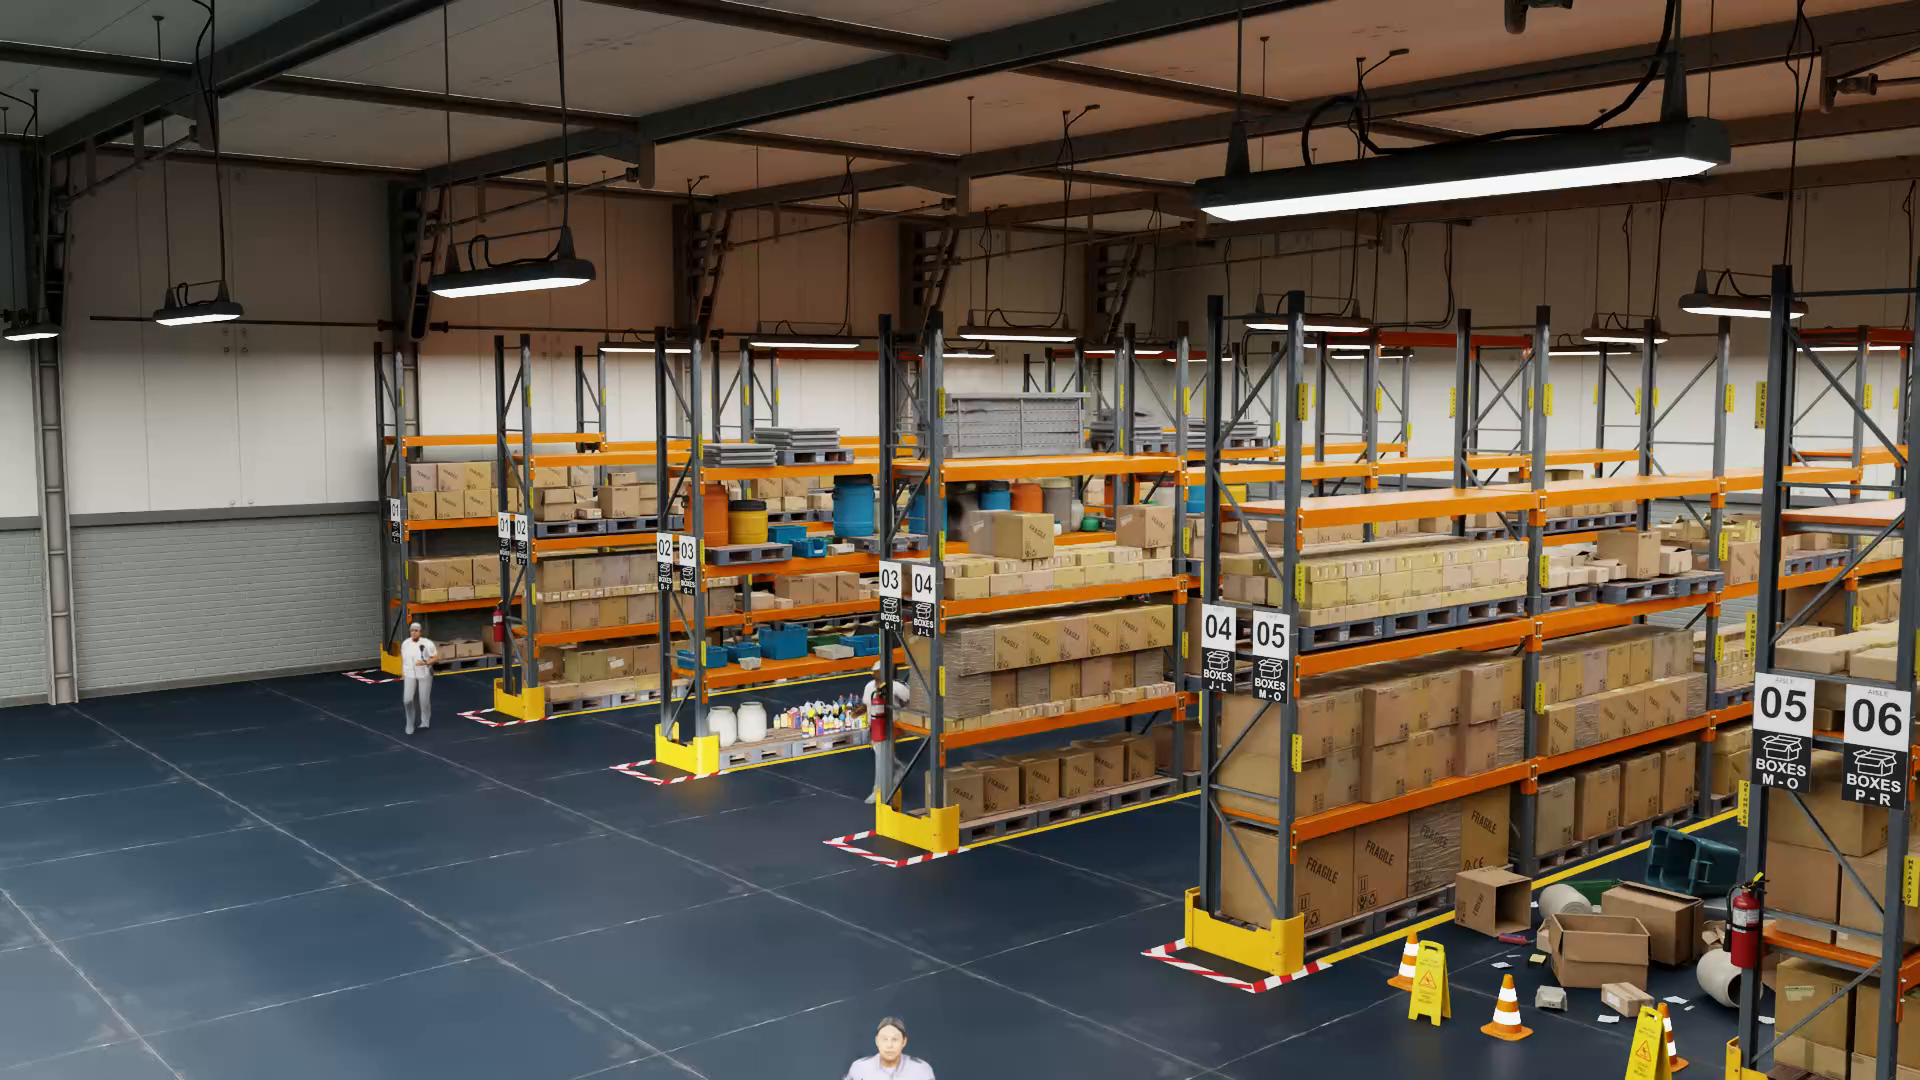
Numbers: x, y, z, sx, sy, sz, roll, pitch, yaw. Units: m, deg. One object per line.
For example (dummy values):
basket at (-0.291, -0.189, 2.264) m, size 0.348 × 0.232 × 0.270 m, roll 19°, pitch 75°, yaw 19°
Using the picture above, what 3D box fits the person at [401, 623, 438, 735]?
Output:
person at (-8.130, 2.076, 24.971) m, size 0.585 × 1.691 × 0.685 m, roll -1°, pitch 5°, yaw -6°

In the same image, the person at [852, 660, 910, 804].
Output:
person at (-0.940, 2.376, 20.982) m, size 0.681 × 1.754 × 0.909 m, roll 4°, pitch 6°, yaw 34°

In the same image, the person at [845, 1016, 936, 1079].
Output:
person at (-0.396, 3.515, 9.510) m, size 0.608 × 1.621 × 0.628 m, roll 0°, pitch 5°, yaw 3°

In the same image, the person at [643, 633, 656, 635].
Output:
person at (-5.584, 1.611, 29.777) m, size 0.624 × 1.660 × 0.593 m, roll -5°, pitch 7°, yaw -43°
